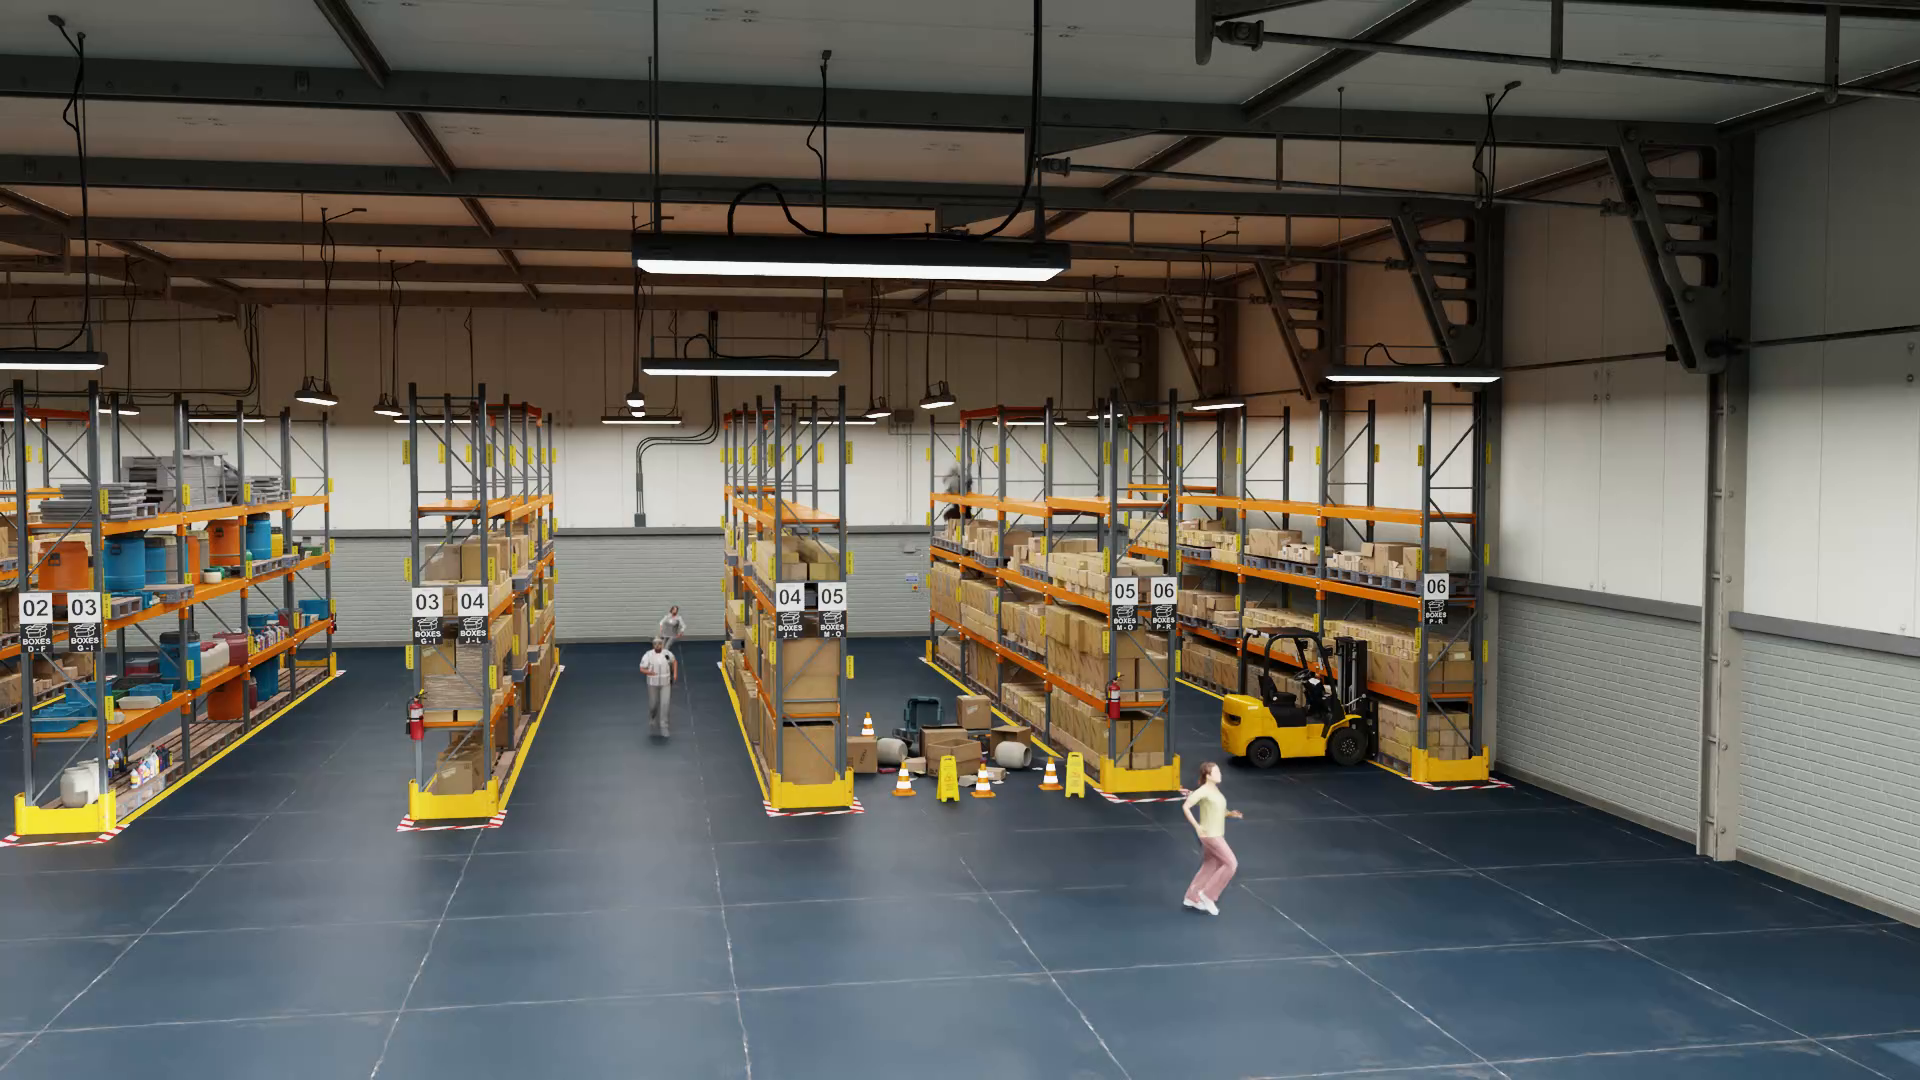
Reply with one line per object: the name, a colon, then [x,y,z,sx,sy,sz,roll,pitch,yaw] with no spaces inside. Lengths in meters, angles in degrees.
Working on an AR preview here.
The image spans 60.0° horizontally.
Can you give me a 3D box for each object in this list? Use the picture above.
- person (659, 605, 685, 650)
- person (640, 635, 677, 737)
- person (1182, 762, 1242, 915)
person: [-6.776,2.280,38.865,0.626,1.522,0.493,1,3,14]
person: [-5.413,2.592,29.950,0.675,1.768,1.032,-1,3,-15]
person: [2.754,3.243,18.136,0.656,1.659,0.549,1,3,23]
